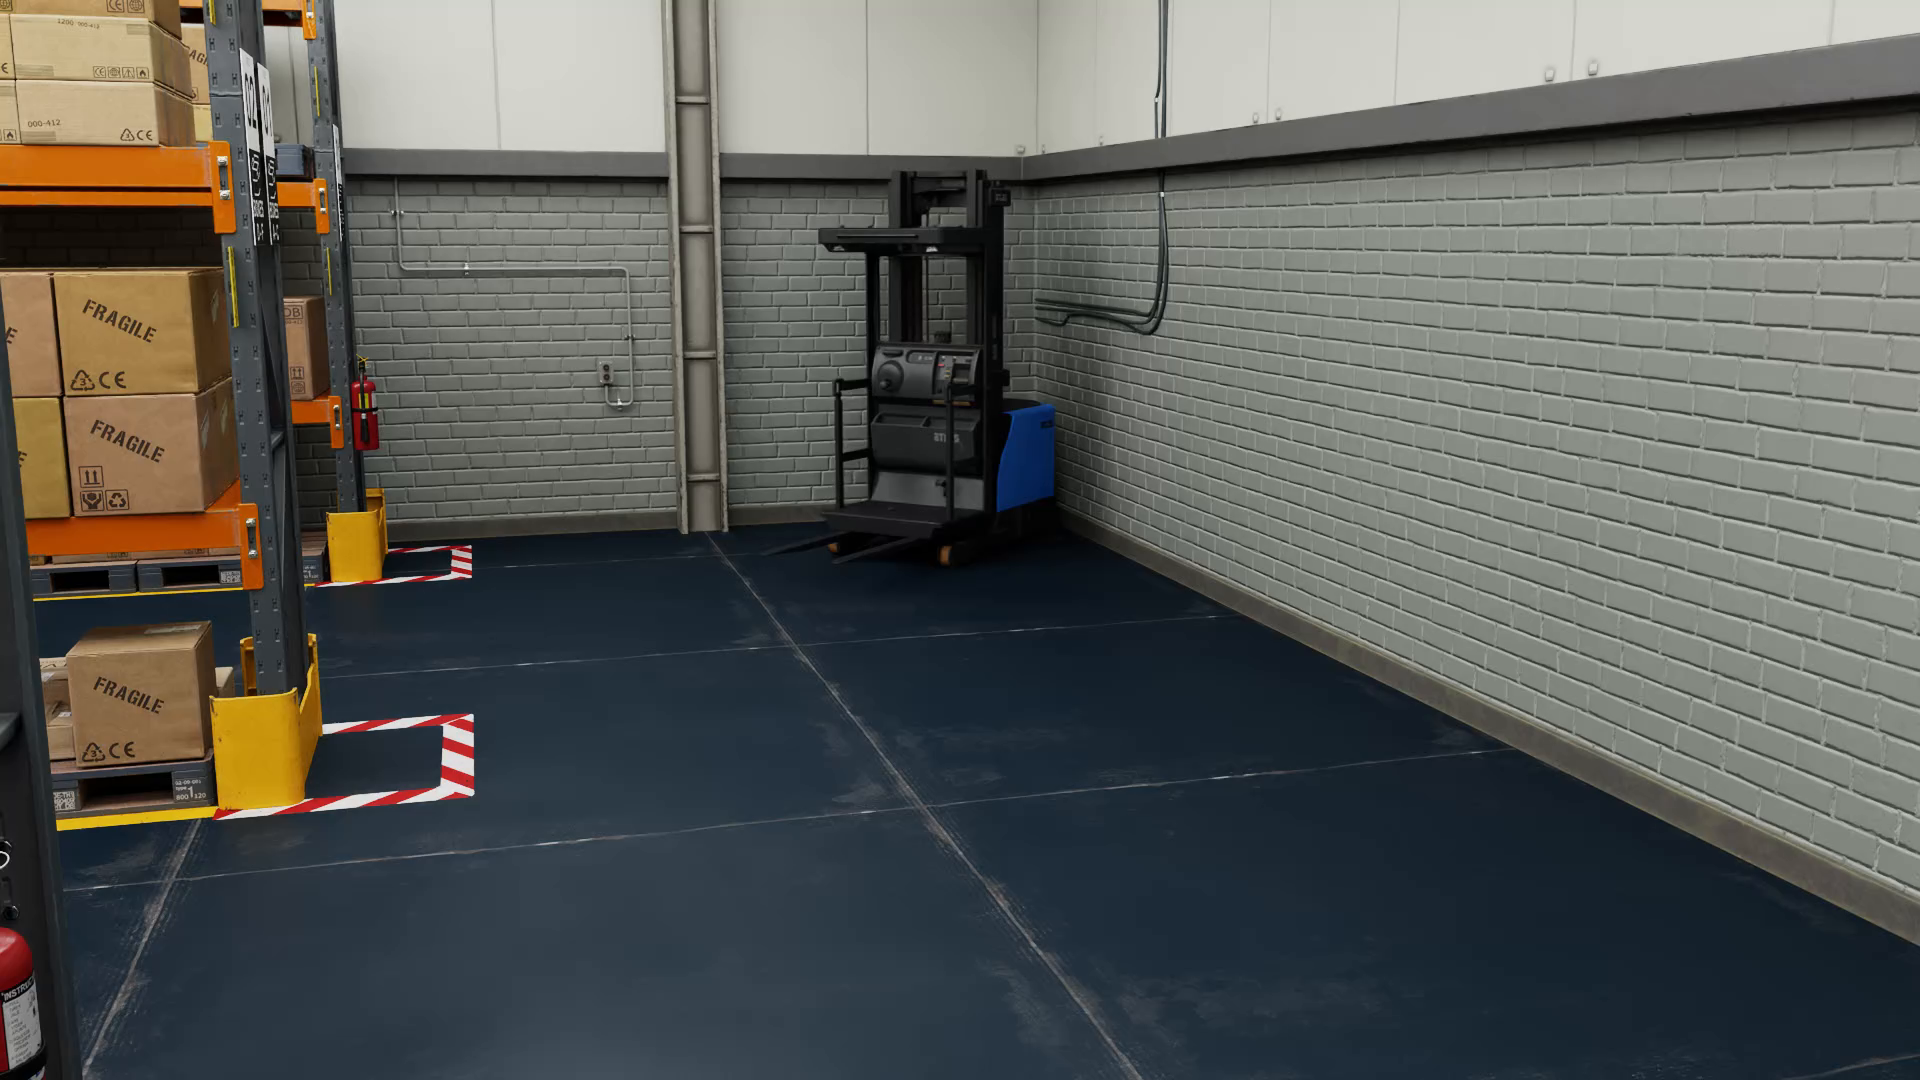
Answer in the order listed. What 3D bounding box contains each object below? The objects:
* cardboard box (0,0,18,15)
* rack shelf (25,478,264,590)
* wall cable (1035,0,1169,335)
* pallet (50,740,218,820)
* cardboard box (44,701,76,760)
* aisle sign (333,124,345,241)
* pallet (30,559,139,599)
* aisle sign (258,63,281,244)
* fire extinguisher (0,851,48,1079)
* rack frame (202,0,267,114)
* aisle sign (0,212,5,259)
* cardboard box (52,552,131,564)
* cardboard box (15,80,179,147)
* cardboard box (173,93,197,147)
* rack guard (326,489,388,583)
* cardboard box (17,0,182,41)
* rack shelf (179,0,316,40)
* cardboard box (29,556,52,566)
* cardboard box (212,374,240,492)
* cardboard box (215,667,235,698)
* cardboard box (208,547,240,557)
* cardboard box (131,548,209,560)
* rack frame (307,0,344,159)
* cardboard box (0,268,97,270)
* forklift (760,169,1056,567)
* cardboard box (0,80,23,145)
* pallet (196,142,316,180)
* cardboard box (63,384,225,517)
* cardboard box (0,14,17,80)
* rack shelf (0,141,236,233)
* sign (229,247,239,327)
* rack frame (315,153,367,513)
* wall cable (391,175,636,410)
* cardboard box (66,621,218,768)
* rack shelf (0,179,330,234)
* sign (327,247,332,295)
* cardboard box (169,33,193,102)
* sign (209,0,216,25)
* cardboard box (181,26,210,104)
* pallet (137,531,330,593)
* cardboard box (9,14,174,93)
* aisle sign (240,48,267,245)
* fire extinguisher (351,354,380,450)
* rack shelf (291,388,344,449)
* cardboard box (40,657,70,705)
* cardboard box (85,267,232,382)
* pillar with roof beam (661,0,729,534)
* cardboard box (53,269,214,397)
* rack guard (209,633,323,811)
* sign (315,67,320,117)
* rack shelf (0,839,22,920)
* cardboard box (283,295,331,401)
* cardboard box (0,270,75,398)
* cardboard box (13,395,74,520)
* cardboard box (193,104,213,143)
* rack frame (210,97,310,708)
[{"bbox_3d":[-4.122,-2.392,6.933,0.500,0.500,0.700,-3,11,-16],"label":"cardboard box"},{"bbox_3d":[-5.050,0.040,7.034,4.000,0.370,1.077,-3,11,-16],"label":"rack shelf"},{"bbox_3d":[1.013,-2.924,13.150,0.112,2.526,3.097,-3,11,-16],"label":"wall cable"},{"bbox_3d":[-3.968,1.000,7.530,1.213,0.211,1.003,-3,11,-16],"label":"pallet"},{"bbox_3d":[-3.997,0.837,7.327,0.250,0.166,0.380,-3,11,-16],"label":"cardboard box"},{"bbox_3d":[-4.365,-2.506,11.696,0.004,0.787,0.394,-3,11,-16],"label":"aisle sign"},{"bbox_3d":[-6.433,0.210,11.822,1.213,0.211,1.003,-3,11,-16],"label":"pallet"},{"bbox_3d":[-3.146,-1.748,7.579,0.004,0.787,0.394,-3,11,-16],"label":"aisle sign"},{"bbox_3d":[-1.477,0.739,2.493,0.183,0.674,0.296,-3,11,-16],"label":"fire extinguisher"},{"bbox_3d":[-3.130,-3.366,6.975,0.127,3.000,1.000,-3,11,-16],"label":"rack frame"},{"bbox_3d":[-1.763,-0.888,2.905,0.004,0.787,0.394,-3,11,-16],"label":"aisle sign"},{"bbox_3d":[-6.125,-0.150,11.820,0.500,0.500,0.700,-3,11,-18],"label":"cardboard box"},{"bbox_3d":[-3.549,-1.745,6.870,0.500,0.250,0.500,-3,11,-16],"label":"cardboard box"},{"bbox_3d":[-3.694,-1.835,7.359,0.500,0.250,0.500,-3,11,-16],"label":"cardboard box"},{"bbox_3d":[-4.495,-0.048,12.428,0.348,0.500,1.175,-3,11,-16],"label":"rack guard"},{"bbox_3d":[-3.618,-2.403,6.991,0.500,0.500,0.700,-3,11,-16],"label":"cardboard box"},{"bbox_3d":[-6.438,-3.575,11.203,4.000,0.370,1.077,-3,11,-16],"label":"rack shelf"},{"bbox_3d":[-6.635,-0.122,11.666,0.500,0.500,0.700,-3,11,-15],"label":"cardboard box"},{"bbox_3d":[-3.629,-0.488,7.636,0.500,0.500,0.500,-3,11,-15],"label":"cardboard box"},{"bbox_3d":[-3.628,0.732,7.946,0.250,0.149,0.380,-3,11,-16],"label":"cardboard box"},{"bbox_3d":[-5.162,-0.201,12.096,0.500,0.500,0.700,-3,11,-16],"label":"cardboard box"},{"bbox_3d":[-5.642,-0.175,11.959,0.500,0.500,0.700,-3,11,-16],"label":"cardboard box"},{"bbox_3d":[-4.518,-4.227,11.652,0.127,3.000,1.000,-3,11,-16],"label":"rack frame"},{"bbox_3d":[-4.129,-0.952,7.395,0.500,0.500,0.500,-3,11,-15],"label":"cardboard box"},{"bbox_3d":[-0.372,-1.330,12.674,1.130,2.935,3.031,6,12,29],"label":"forklift"},{"bbox_3d":[-4.032,-1.722,6.743,0.500,0.250,0.500,-3,11,-16],"label":"cardboard box"},{"bbox_3d":[-5.227,-2.669,11.718,1.213,0.211,1.003,-3,11,-16],"label":"pallet"},{"bbox_3d":[-3.484,-0.395,7.129,0.500,0.500,0.500,-3,11,-14],"label":"cardboard box"},{"bbox_3d":[-4.032,-1.967,6.695,0.500,0.250,0.500,-3,11,-16],"label":"cardboard box"},{"bbox_3d":[-5.050,-1.436,6.762,4.000,0.370,1.077,-3,11,-16],"label":"rack shelf"},{"bbox_3d":[-2.994,-1.043,6.855,0.005,0.325,0.100,-3,11,-16],"label":"sign"},{"bbox_3d":[-4.518,-1.276,12.195,0.127,3.000,1.000,-3,11,-16],"label":"rack frame"},{"bbox_3d":[-3.553,-2.005,13.348,1.851,1.984,0.084,-3,11,-16],"label":"wall cable"},{"bbox_3d":[-3.583,0.668,7.323,0.500,0.500,0.500,-3,11,-16],"label":"cardboard box"},{"bbox_3d":[-6.438,-2.297,11.439,4.000,0.370,1.077,-3,11,-16],"label":"rack shelf"},{"bbox_3d":[-4.379,-1.867,11.552,0.005,0.325,0.100,-3,11,-16],"label":"sign"},{"bbox_3d":[-3.696,-2.082,7.320,0.500,0.250,0.500,-3,11,-16],"label":"cardboard box"},{"bbox_3d":[-2.994,-2.229,6.637,0.005,0.325,0.100,-3,11,-16],"label":"sign"},{"bbox_3d":[-5.144,-3.218,11.363,0.500,0.500,0.500,-3,11,-16],"label":"cardboard box"},{"bbox_3d":[-5.264,0.149,12.154,1.213,0.211,1.003,-3,11,-16],"label":"pallet"},{"bbox_3d":[-3.552,-1.992,6.833,0.500,0.250,0.500,-3,11,-16],"label":"cardboard box"},{"bbox_3d":[-2.978,-1.644,7.012,0.004,0.787,0.394,-3,11,-16],"label":"aisle sign"},{"bbox_3d":[-4.244,-0.982,11.841,0.183,0.674,0.296,-3,11,-16],"label":"fire extinguisher"},{"bbox_3d":[-6.438,-0.821,11.710,4.000,0.370,1.077,-3,11,-16],"label":"rack shelf"},{"bbox_3d":[-4.211,0.724,7.708,0.500,0.250,0.500,-3,11,-16],"label":"cardboard box"},{"bbox_3d":[-3.629,-0.980,7.546,0.500,0.500,0.500,-3,11,-14],"label":"cardboard box"},{"bbox_3d":[-0.964,-3.765,9.146,0.400,9.000,9.100,-3,11,-16],"label":"pillar with roof beam"},{"bbox_3d":[-3.480,-0.886,7.037,0.500,0.500,0.500,-3,11,-16],"label":"cardboard box"},{"bbox_3d":[-3.203,0.818,7.724,0.348,0.500,1.175,-3,11,-16],"label":"rack guard"},{"bbox_3d":[-4.379,-3.053,11.334,0.005,0.325,0.100,-3,11,-16],"label":"sign"},{"bbox_3d":[-3.669,0.901,2.355,4.000,0.370,1.077,-3,11,-16],"label":"rack shelf"},{"bbox_3d":[-5.005,-1.396,12.018,0.700,0.700,0.980,-3,11,-13],"label":"cardboard box"},{"bbox_3d":[-3.965,-0.860,6.897,0.500,0.500,0.500,-3,11,-14],"label":"cardboard box"},{"bbox_3d":[-3.981,-0.368,6.983,0.500,0.500,0.500,-3,11,-15],"label":"cardboard box"},{"bbox_3d":[-5.147,-2.850,11.438,0.500,0.250,0.500,-3,11,-14],"label":"cardboard box"},{"bbox_3d":[-3.130,-0.415,7.518,0.127,3.000,1.000,-3,11,-16],"label":"rack frame"}]
